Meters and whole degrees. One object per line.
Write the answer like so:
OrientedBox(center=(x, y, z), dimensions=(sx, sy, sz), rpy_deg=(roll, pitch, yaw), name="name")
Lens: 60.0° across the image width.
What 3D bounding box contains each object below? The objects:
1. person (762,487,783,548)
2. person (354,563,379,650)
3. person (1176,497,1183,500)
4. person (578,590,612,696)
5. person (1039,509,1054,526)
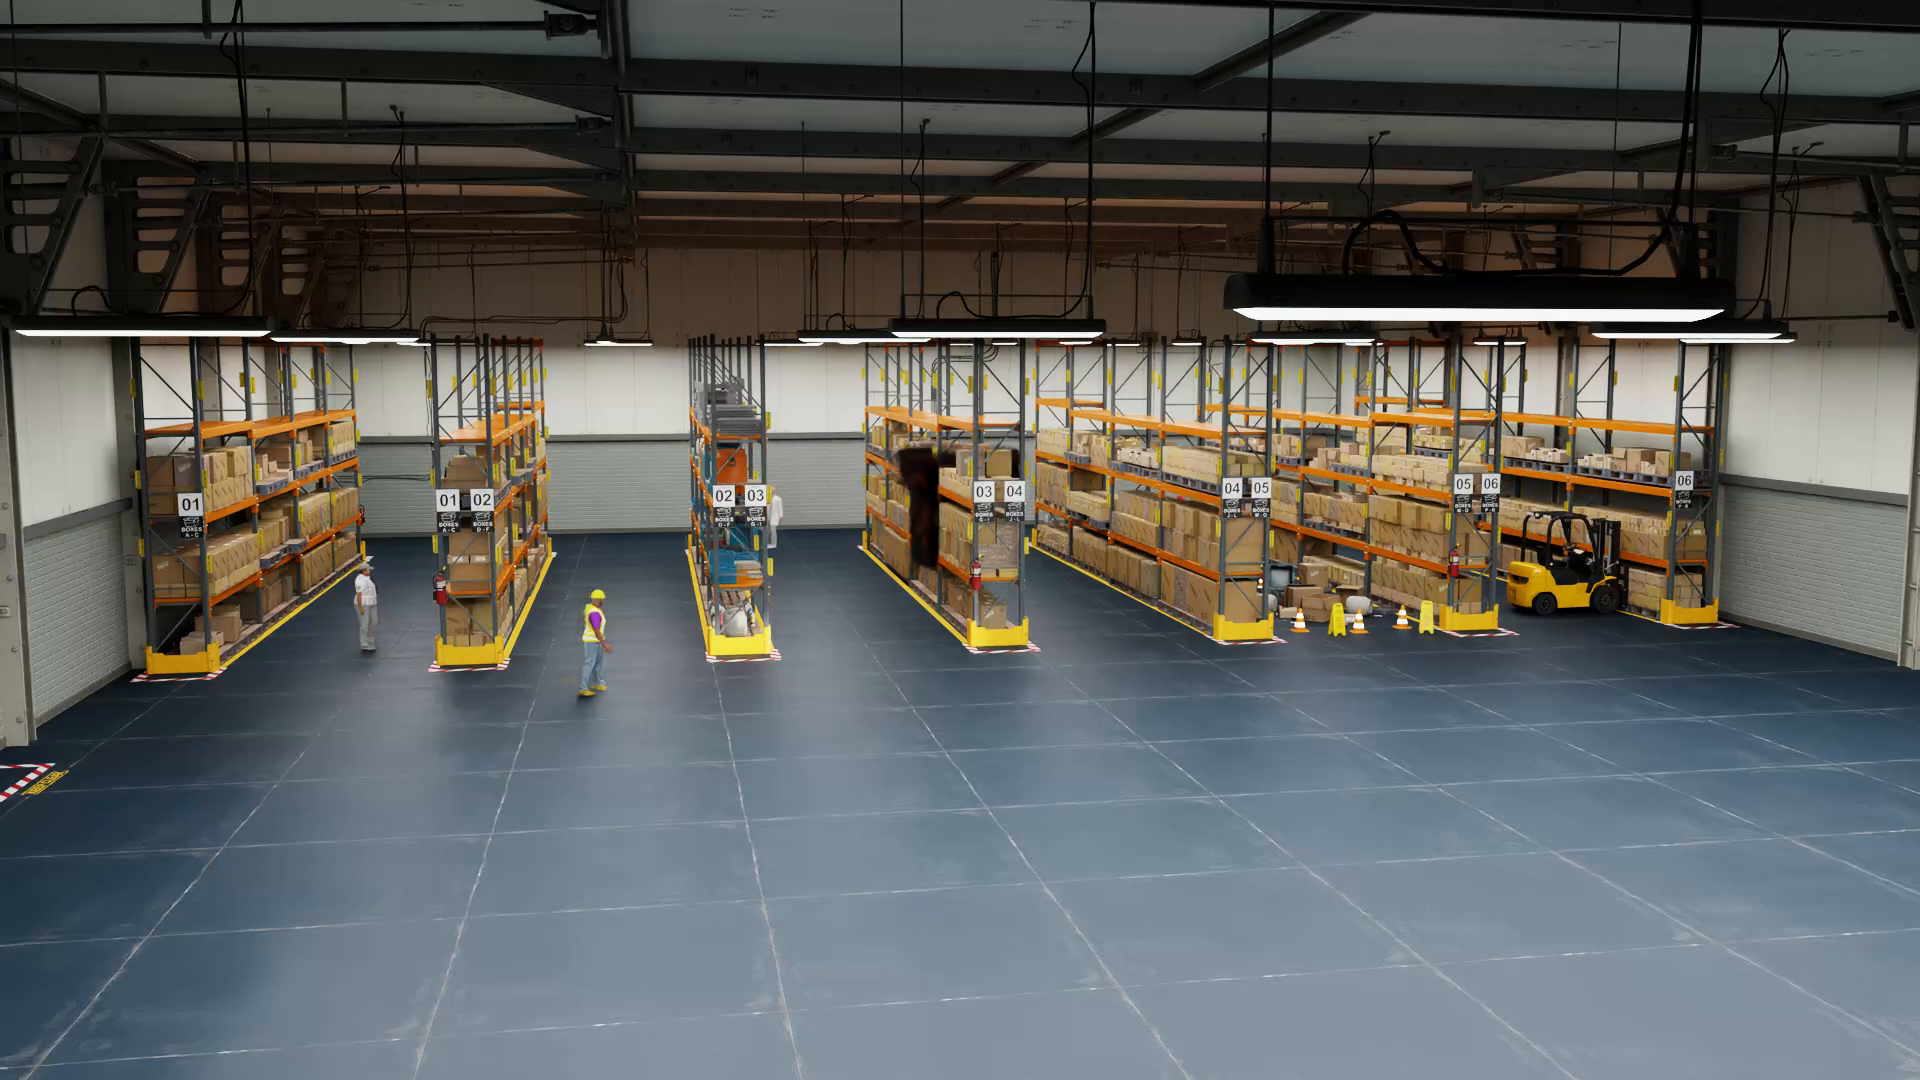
OrientedBox(center=(-5.454, -0.614, 48.025), dimensions=(0.623, 1.848, 0.457), rpy_deg=(2, 7, 19), name="person")
OrientedBox(center=(-11.372, 1.279, 31.882), dimensions=(0.404, 1.705, 0.580), rpy_deg=(2, 7, 13), name="person")
OrientedBox(center=(5.837, -0.281, 44.746), dimensions=(0.634, 1.780, 0.576), rpy_deg=(-1, 7, -6), name="person")
OrientedBox(center=(-6.077, 1.705, 27.701), dimensions=(0.575, 1.787, 0.701), rpy_deg=(-1, 7, -9), name="person")
OrientedBox(center=(2.688, -0.904, 50.138), dimensions=(0.533, 1.808, 0.502), rpy_deg=(-4, 7, -29), name="person")
